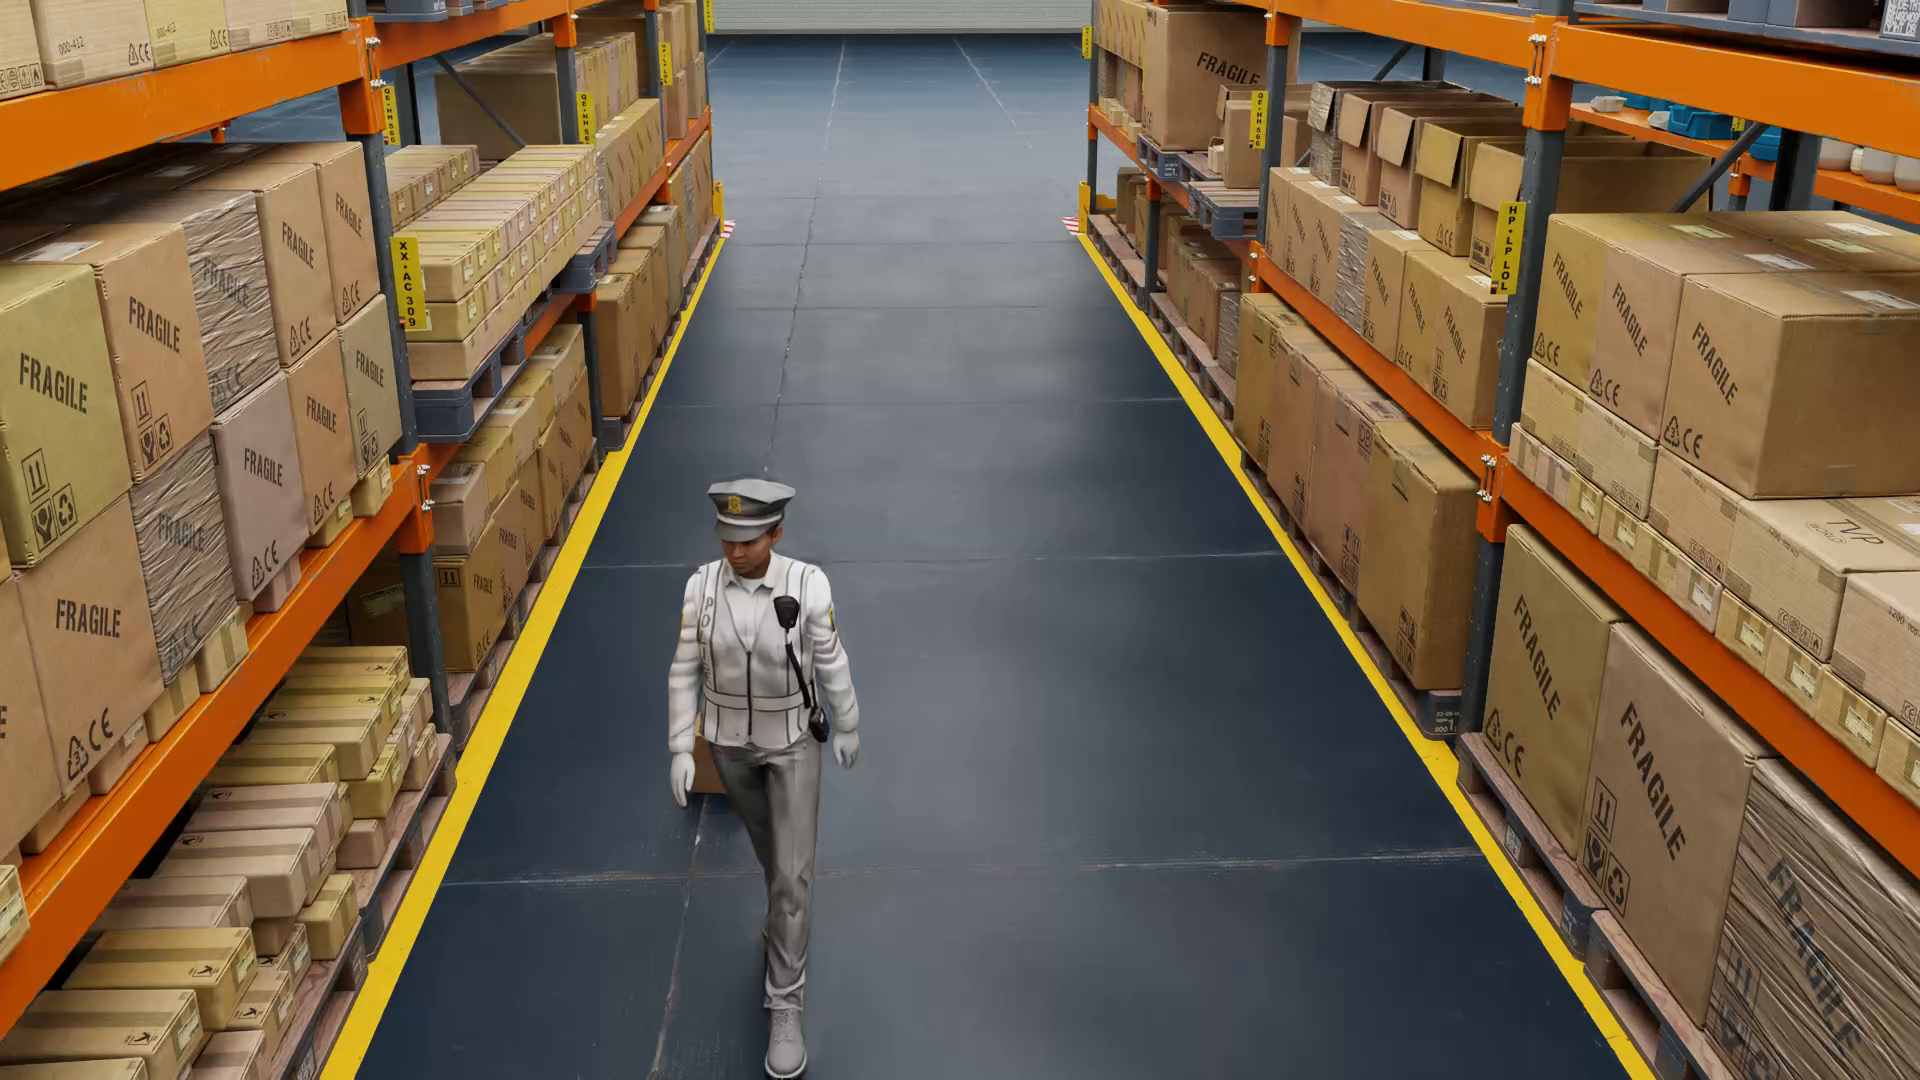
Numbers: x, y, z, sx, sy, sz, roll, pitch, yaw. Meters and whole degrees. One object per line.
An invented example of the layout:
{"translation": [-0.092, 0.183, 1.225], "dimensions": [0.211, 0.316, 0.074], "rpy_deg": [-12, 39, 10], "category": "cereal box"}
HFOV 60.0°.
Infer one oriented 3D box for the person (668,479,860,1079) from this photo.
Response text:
{"translation": [-0.603, 0.617, 4.888], "dimensions": [0.535, 1.618, 0.935], "rpy_deg": [3, 21, 8], "category": "person"}
